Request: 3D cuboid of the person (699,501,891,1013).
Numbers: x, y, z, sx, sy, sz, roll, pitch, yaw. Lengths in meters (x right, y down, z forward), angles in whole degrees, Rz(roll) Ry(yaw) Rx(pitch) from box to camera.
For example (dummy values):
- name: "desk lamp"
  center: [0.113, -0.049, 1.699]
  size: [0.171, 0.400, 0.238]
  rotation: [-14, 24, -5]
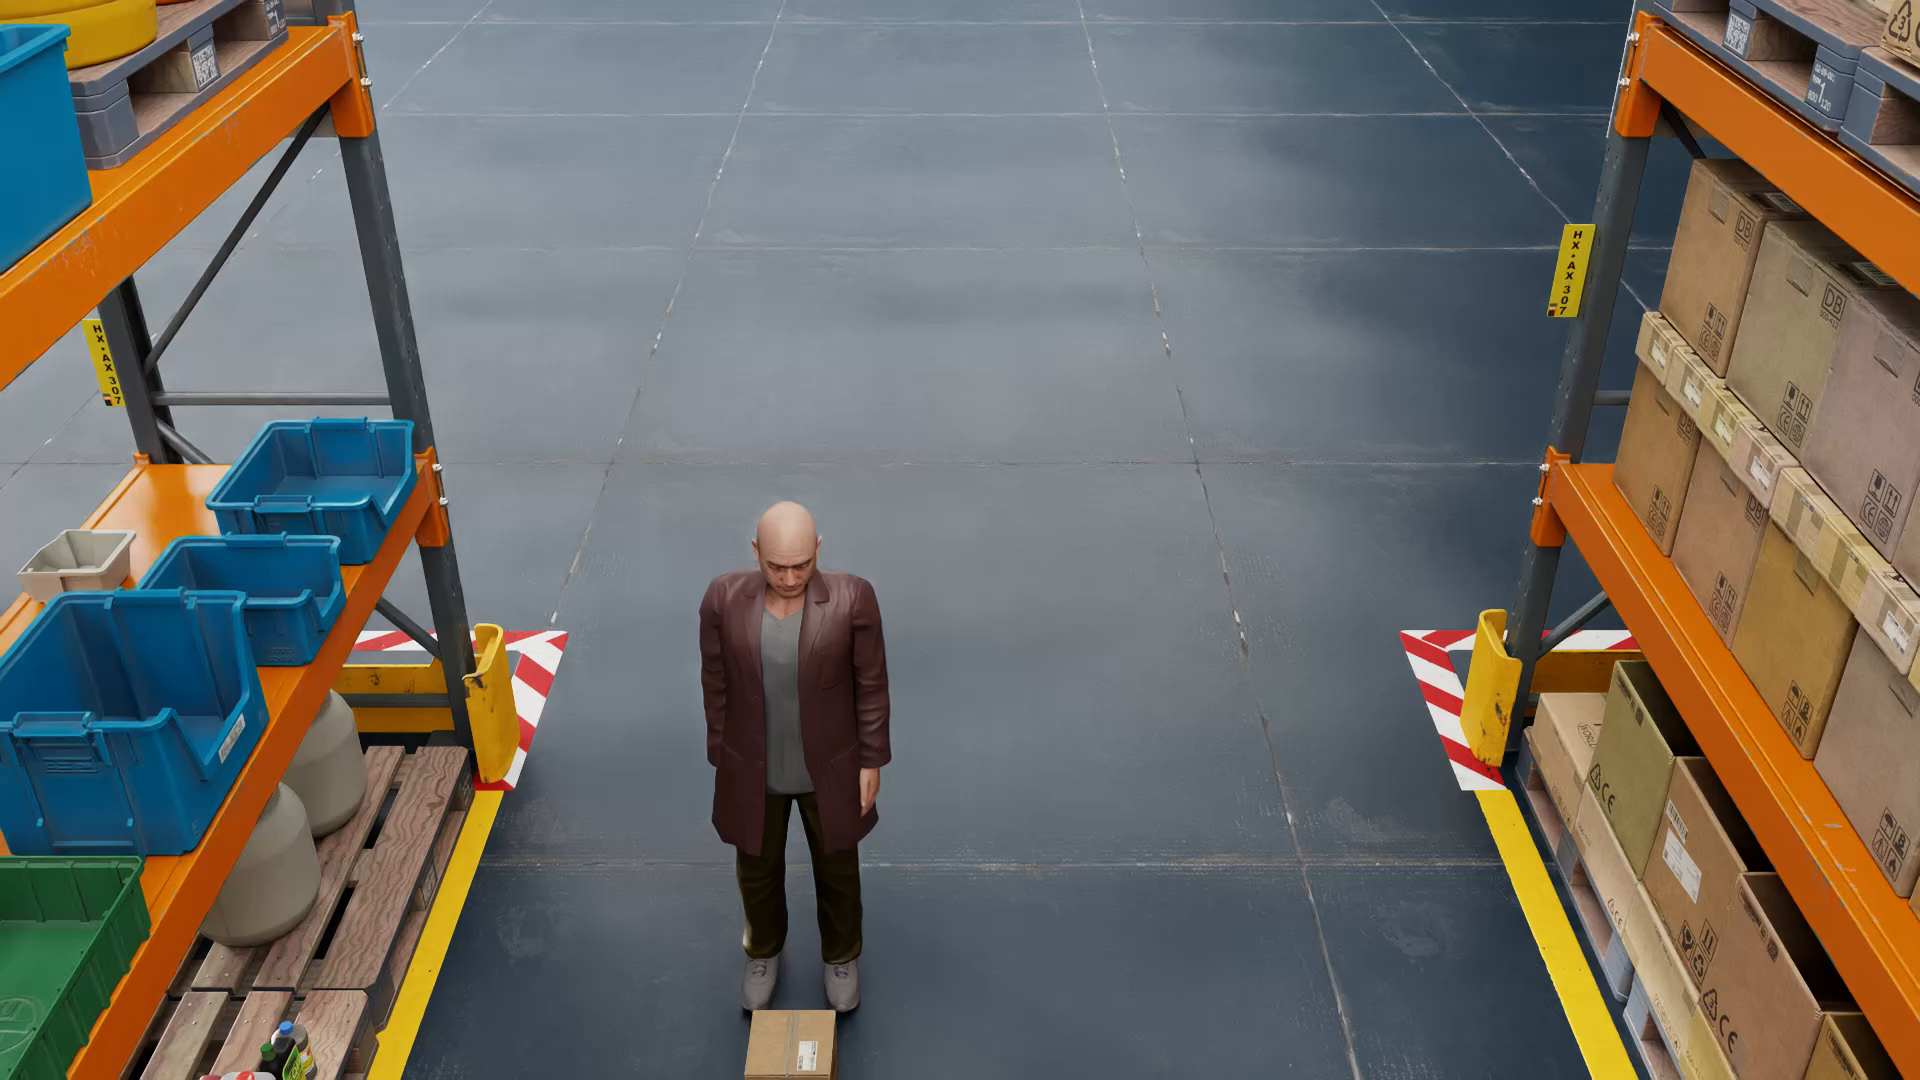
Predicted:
- name: "person"
  center: [-0.487, 0.680, 5.031]
  size: [0.562, 1.778, 0.381]
  rotation: [0, 31, 1]
